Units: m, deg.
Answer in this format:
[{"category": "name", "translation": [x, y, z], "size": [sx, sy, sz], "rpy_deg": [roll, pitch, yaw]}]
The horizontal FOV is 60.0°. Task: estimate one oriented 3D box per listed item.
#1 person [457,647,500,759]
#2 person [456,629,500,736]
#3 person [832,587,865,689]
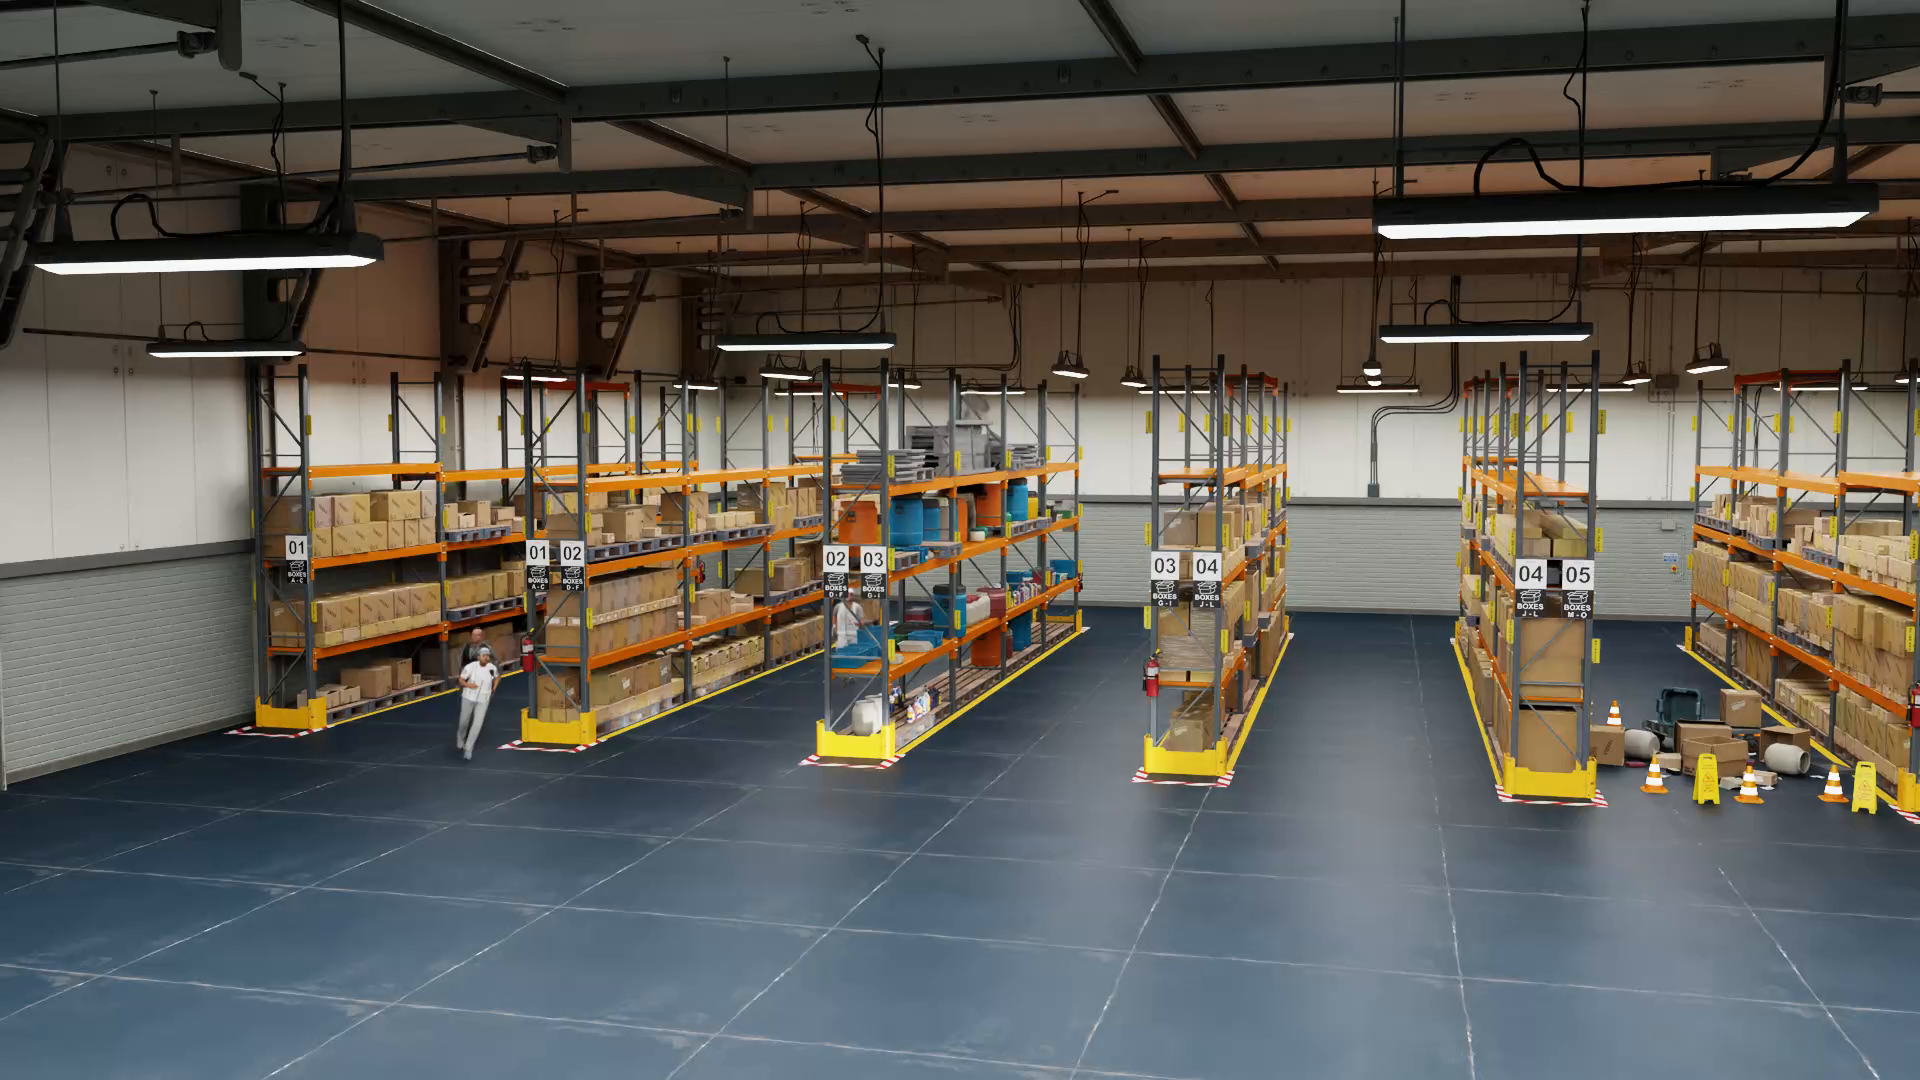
[{"category": "person", "translation": [-7.333, 2.446, 25.332], "size": [0.648, 1.643, 0.897], "rpy_deg": [-1, 4, -19]}, {"category": "person", "translation": [-7.868, 2.291, 27.073], "size": [0.707, 1.716, 0.851], "rpy_deg": [1, 4, 8]}, {"category": "person", "translation": [-2.030, 1.769, 29.941], "size": [0.641, 1.837, 0.690], "rpy_deg": [0, 4, 3]}]
